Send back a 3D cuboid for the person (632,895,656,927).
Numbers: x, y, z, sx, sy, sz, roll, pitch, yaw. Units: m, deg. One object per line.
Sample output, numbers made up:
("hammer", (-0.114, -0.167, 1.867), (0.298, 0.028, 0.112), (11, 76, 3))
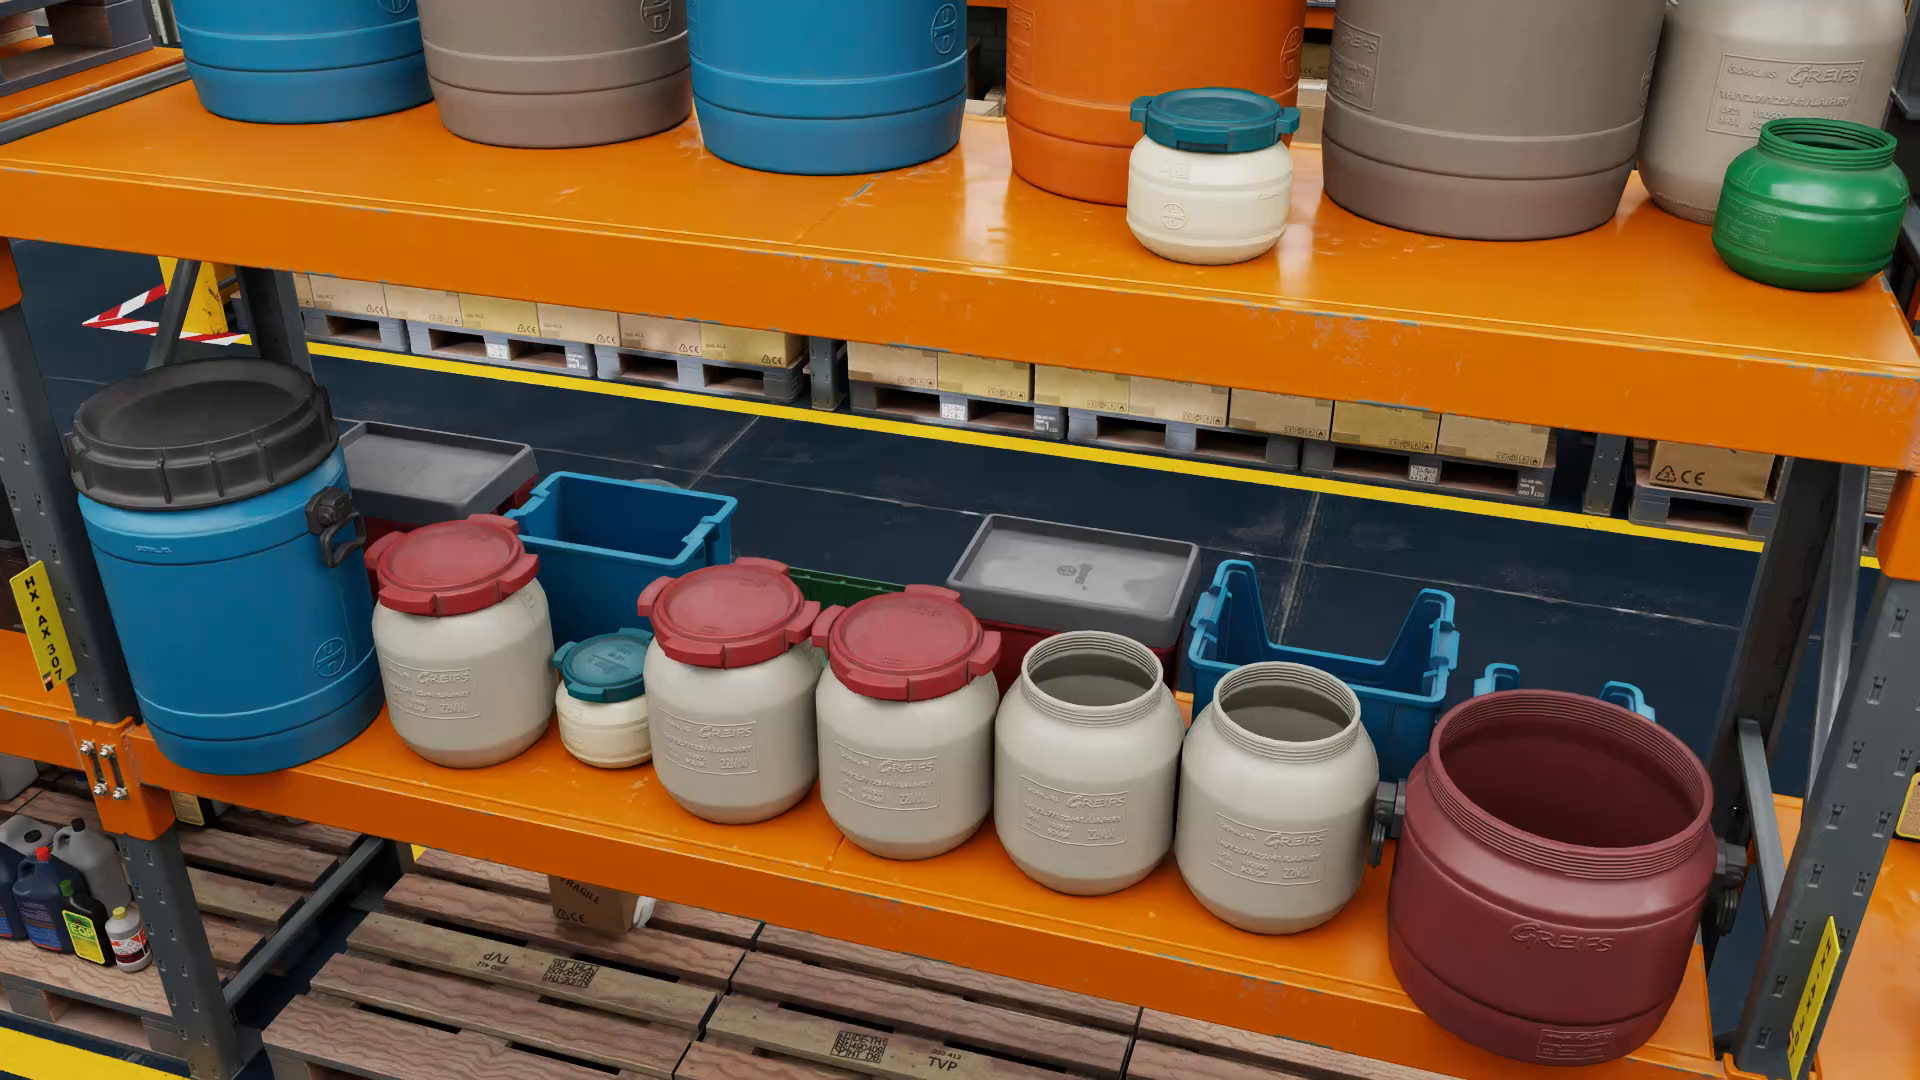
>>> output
("person", (-0.957, 0.789, 5.439), (0.460, 0.981, 0.892), (13, 32, 22))
